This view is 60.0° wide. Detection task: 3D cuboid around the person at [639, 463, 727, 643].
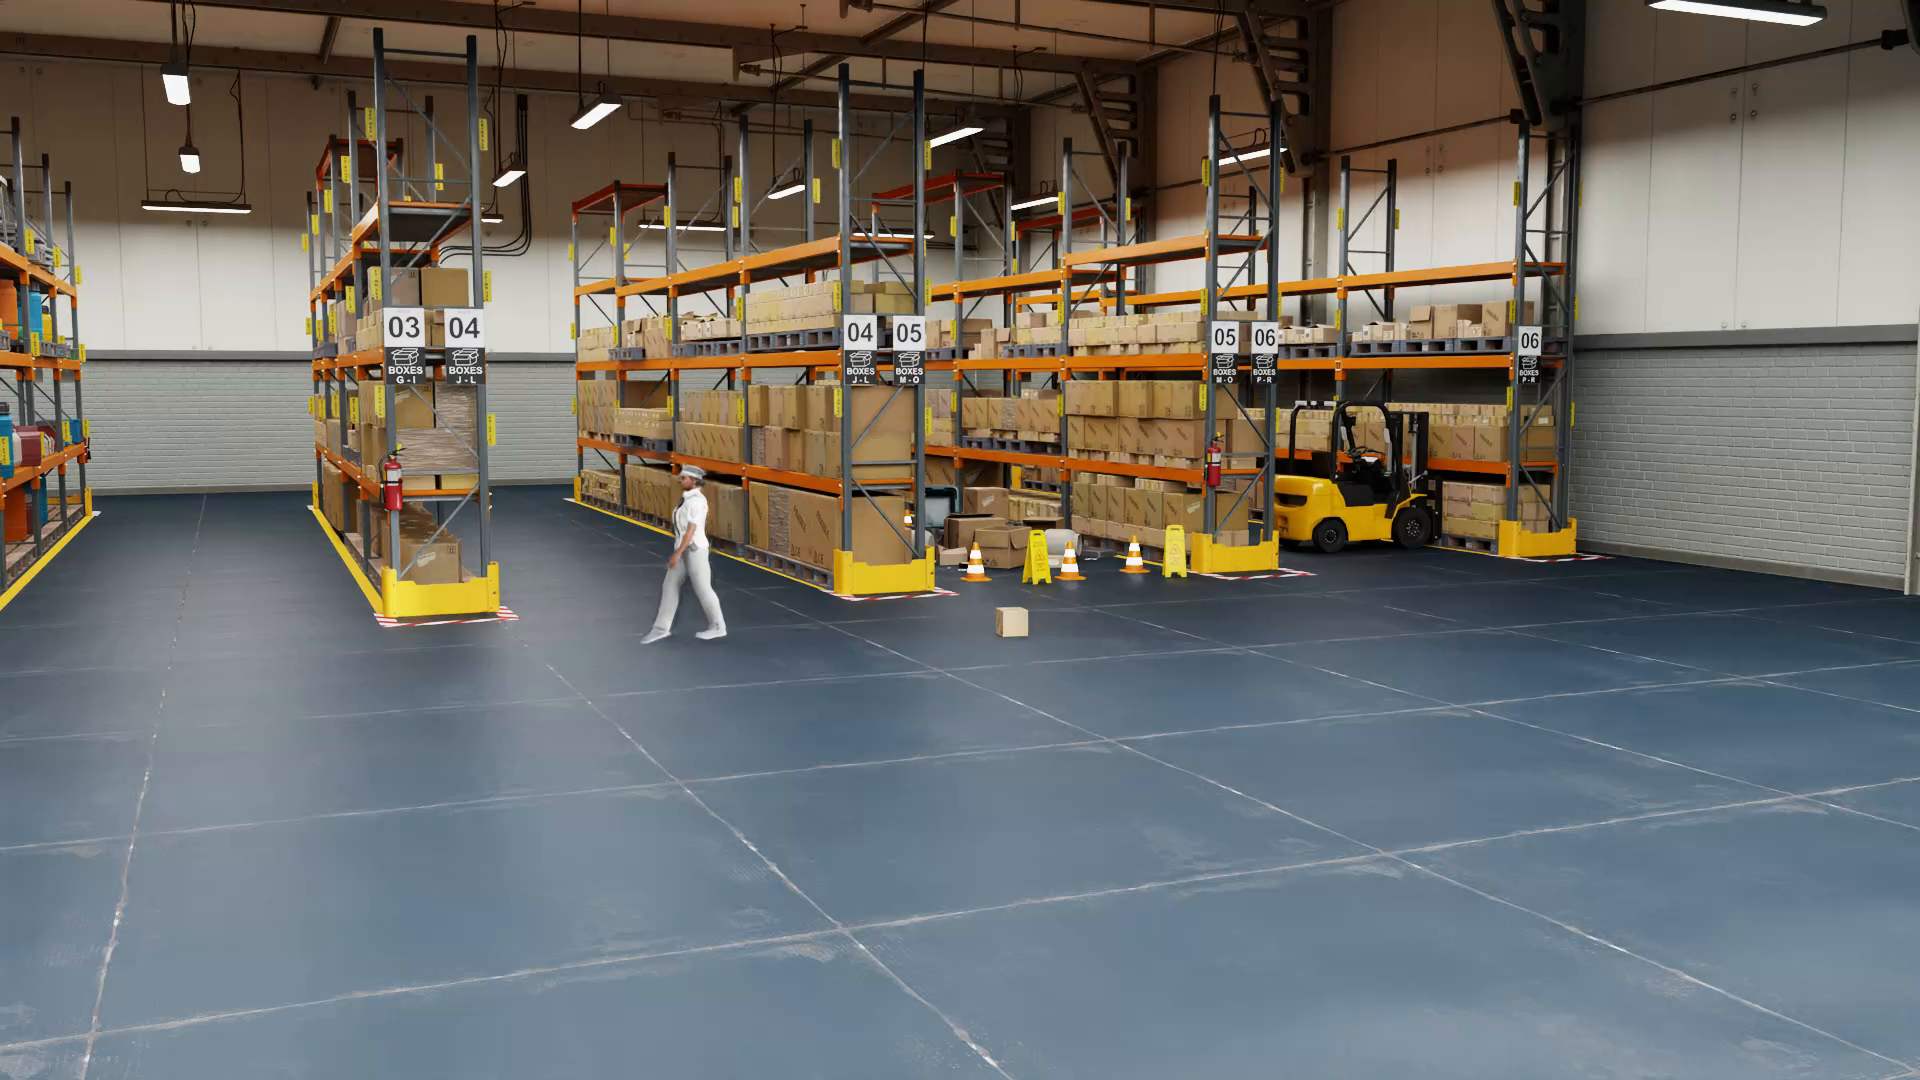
[{"bbox_3d":[-2.592,0.130,15.549,0.793,1.708,0.486,-2,6,-20],"label":"person"}]
